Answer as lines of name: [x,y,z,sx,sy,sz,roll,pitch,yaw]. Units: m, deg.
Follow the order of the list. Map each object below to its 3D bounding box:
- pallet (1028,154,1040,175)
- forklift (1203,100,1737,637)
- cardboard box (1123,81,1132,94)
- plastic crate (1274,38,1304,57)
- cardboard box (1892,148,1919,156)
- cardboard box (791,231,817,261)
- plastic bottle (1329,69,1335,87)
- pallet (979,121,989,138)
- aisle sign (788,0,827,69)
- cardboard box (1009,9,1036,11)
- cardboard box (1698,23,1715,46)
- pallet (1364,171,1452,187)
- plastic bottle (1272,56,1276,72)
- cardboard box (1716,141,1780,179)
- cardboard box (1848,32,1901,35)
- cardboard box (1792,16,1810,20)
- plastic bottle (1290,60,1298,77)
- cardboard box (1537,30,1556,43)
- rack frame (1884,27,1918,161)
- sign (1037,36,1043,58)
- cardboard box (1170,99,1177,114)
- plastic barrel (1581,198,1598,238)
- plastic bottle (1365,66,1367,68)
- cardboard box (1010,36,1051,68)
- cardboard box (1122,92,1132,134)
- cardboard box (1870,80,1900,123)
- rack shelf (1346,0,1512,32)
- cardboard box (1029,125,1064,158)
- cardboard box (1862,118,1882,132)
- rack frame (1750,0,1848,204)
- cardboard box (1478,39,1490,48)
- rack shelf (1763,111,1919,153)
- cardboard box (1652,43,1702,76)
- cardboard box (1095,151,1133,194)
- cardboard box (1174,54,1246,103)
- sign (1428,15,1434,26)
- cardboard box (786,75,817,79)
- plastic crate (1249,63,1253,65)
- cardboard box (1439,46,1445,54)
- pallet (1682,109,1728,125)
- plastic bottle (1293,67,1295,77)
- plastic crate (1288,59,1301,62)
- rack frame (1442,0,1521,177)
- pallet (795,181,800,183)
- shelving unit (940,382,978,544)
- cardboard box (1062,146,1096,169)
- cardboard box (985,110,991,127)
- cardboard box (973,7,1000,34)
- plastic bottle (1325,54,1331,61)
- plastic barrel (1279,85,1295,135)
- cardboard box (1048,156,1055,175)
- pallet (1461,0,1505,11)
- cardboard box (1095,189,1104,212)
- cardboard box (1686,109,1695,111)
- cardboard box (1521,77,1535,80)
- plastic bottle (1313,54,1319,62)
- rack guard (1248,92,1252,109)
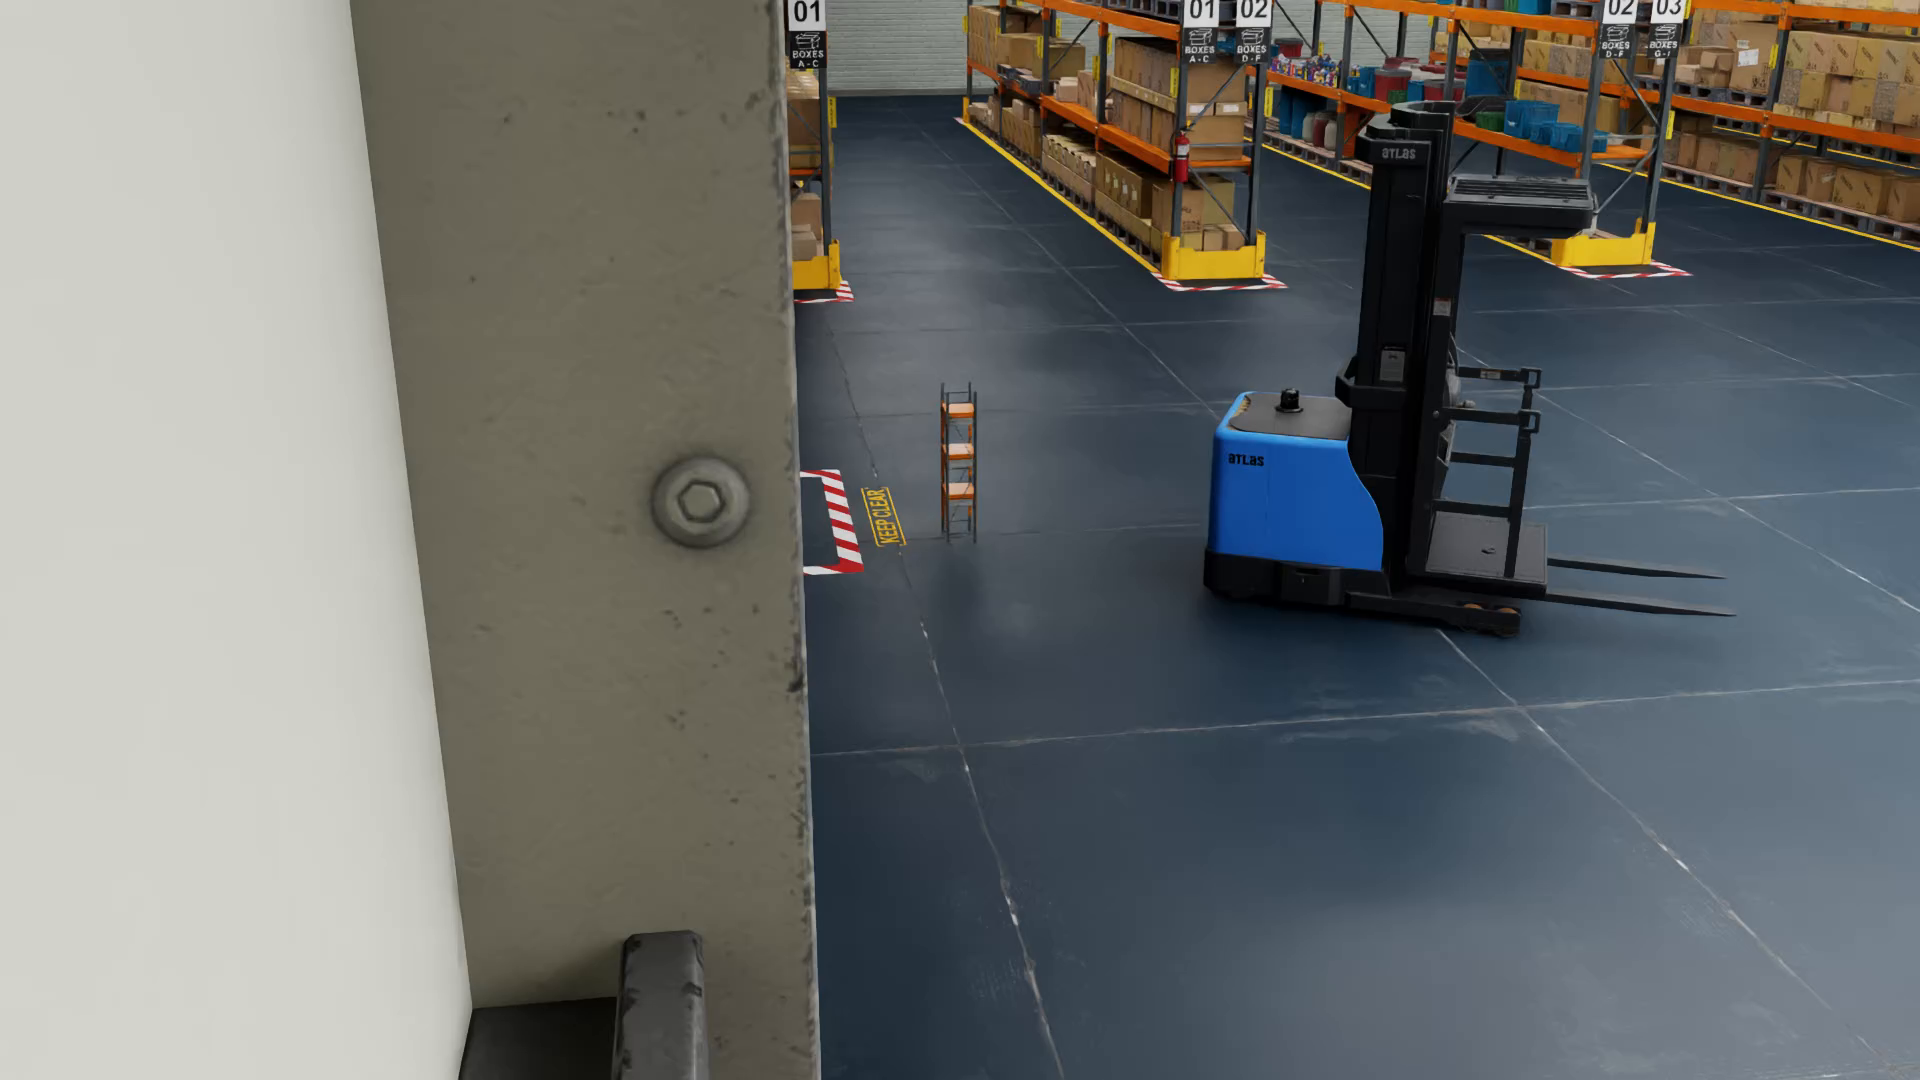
pallet: [1.732,-6.237,27.615,1.003,0.211,1.213,-3,21,-8]
forklift: [3.078,-1.016,9.748,3.031,2.935,1.130,7,21,17]
cardboard box: [2.340,-5.879,21.601,0.380,0.149,0.250,-3,21,-8]
plastic crate: [6.247,-9.297,31.643,0.402,0.464,0.583,-3,21,-8]
cardboard box: [16.527,-6.924,28.083,1.050,0.750,0.750,-3,21,-8]
cardboard box: [-1.957,-3.453,19.388,0.500,0.311,0.500,-5,21,-14]
plastic bottle: [6.190,-7.676,27.647,0.061,0.283,0.133,-3,21,-8]
pallet: [0.948,-8.023,32.396,1.003,0.211,1.213,-3,21,-8]
aisle sign: [-1.639,-5.470,17.860,0.394,0.787,0.004,-3,21,-8]
cardboard box: [1.212,-9.896,31.853,0.500,0.500,0.500,-2,21,-6]
cardboard box: [15.406,-10.253,33.813,0.500,0.500,0.500,-3,21,-9]
pallet: [6.950,-5.534,25.731,1.003,0.211,1.213,-3,21,-8]
plastic bottle: [5.758,-8.714,30.426,0.061,0.283,0.133,-3,21,-8]
cardboard box: [12.064,-5.812,25.433,0.700,0.500,0.500,-3,21,-8]
cardboard box: [12.592,-6.736,22.968,0.500,0.500,0.500,-3,21,-8]
cardboard box: [16.127,-10.205,32.255,0.500,0.500,0.500,-2,21,-6]
plastic bottle: [5.951,-8.359,29.486,0.152,0.276,0.135,-3,21,-8]
cardboard box: [11.129,-9.463,30.688,0.797,0.503,0.637,-3,21,-9]
rack frame: [16.528,-7.997,28.340,1.000,3.000,0.127,-3,21,-8]
sign: [1.266,-7.758,26.159,0.100,0.325,0.005,-3,21,-8]
cardboard box: [2.672,-5.077,19.453,0.380,0.149,0.250,-2,21,-6]
plastic barrel: [7.687,-4.017,20.641,0.421,0.512,0.421,0,20,0]
plastic bottle: [6.887,-7.932,28.333,0.061,0.283,0.133,-3,21,-8]
cardboard box: [1.234,-8.502,28.948,0.700,0.500,0.500,0,20,1]
cardboard box: [2.531,-5.610,21.805,0.700,0.500,0.500,-3,21,-8]
cardboard box: [12.486,-5.732,21.708,0.875,0.500,0.500,-3,21,-8]
rack shelf: [6.992,-7.908,24.842,1.077,0.370,4.000,-3,21,-8]
cardboard box: [1.435,-6.630,27.625,0.500,0.500,0.500,-2,21,-6]
cardboard box: [12.193,-5.496,22.004,0.380,0.149,0.250,-3,21,-8]
rack frame: [12.182,-6.397,24.056,1.000,3.000,0.127,-3,21,-8]
cardboard box: [10.554,-9.731,32.772,0.500,0.250,0.500,-2,21,-7]
rack shelf: [12.470,-5.367,22.328,1.077,0.370,4.000,-3,21,-8]
cardboard box: [11.723,-7.840,27.178,0.500,0.500,0.500,-6,21,-14]
cardboard box: [2.135,-4.982,22.526,0.500,0.500,0.500,-3,21,-8]
cardboard box: [2.893,-5.349,19.253,0.700,0.500,0.500,-3,21,-8]
sign: [9.902,-10.968,34.945,0.100,0.325,0.005,-3,21,-8]
cardboard box: [-2.071,-5.617,21.082,0.500,0.500,0.500,-3,21,-8]
plastic crate: [5.700,-9.190,31.842,0.437,0.125,0.590,-3,21,-8]
cardboard box: [10.215,-10.206,34.613,0.380,0.149,0.250,-3,21,-9]
pallet: [15.640,-8.730,34.287,1.003,0.211,1.213,-3,21,-8]
plastic bottle: [5.940,-8.282,29.388,0.097,0.201,0.097,0,20,0]
plastic crate: [6.202,-8.990,31.289,0.396,0.136,0.243,-3,21,-8]
rack frame: [7.281,-6.147,23.387,1.000,3.000,0.127,-3,21,-8]
pallet: [-2.988,-5.455,25.520,1.003,0.211,1.213,-3,21,-8]
shelving unit: [-0.008,-0.510,11.082,0.215,1.050,0.252,-3,21,-8]
cardboard box: [1.817,-5.722,24.778,0.500,0.311,0.500,-3,21,-8]
cardboard box: [0.754,-8.057,31.716,0.500,0.311,0.500,-3,21,-8]
cardboard box: [0.534,-10.221,32.723,0.500,0.500,0.500,-3,21,-7]
plastic bottle: [6.610,-8.528,29.832,0.144,0.351,0.185,-3,21,-8]
plastic barrel: [6.189,-7.941,30.590,0.600,0.901,0.708,-3,21,-8]
cardboard box: [1.660,-5.822,25.846,0.500,0.250,0.500,-3,21,-9]
pallet: [7.481,-7.219,22.240,1.213,0.211,1.003,-3,21,-8]
cardboard box: [2.145,-4.631,22.658,0.500,0.250,0.500,-3,21,-8]
cardboard box: [15.304,-8.990,34.473,0.380,0.149,0.250,-4,21,-10]
cardboard box: [11.013,-8.601,32.393,0.875,0.875,0.875,-3,21,-8]
plastic bottle: [6.441,-8.585,29.984,0.144,0.351,0.185,-3,21,-8]
rack guard: [5.534,-9.138,34.969,1.175,0.500,0.348,-3,21,-8]
